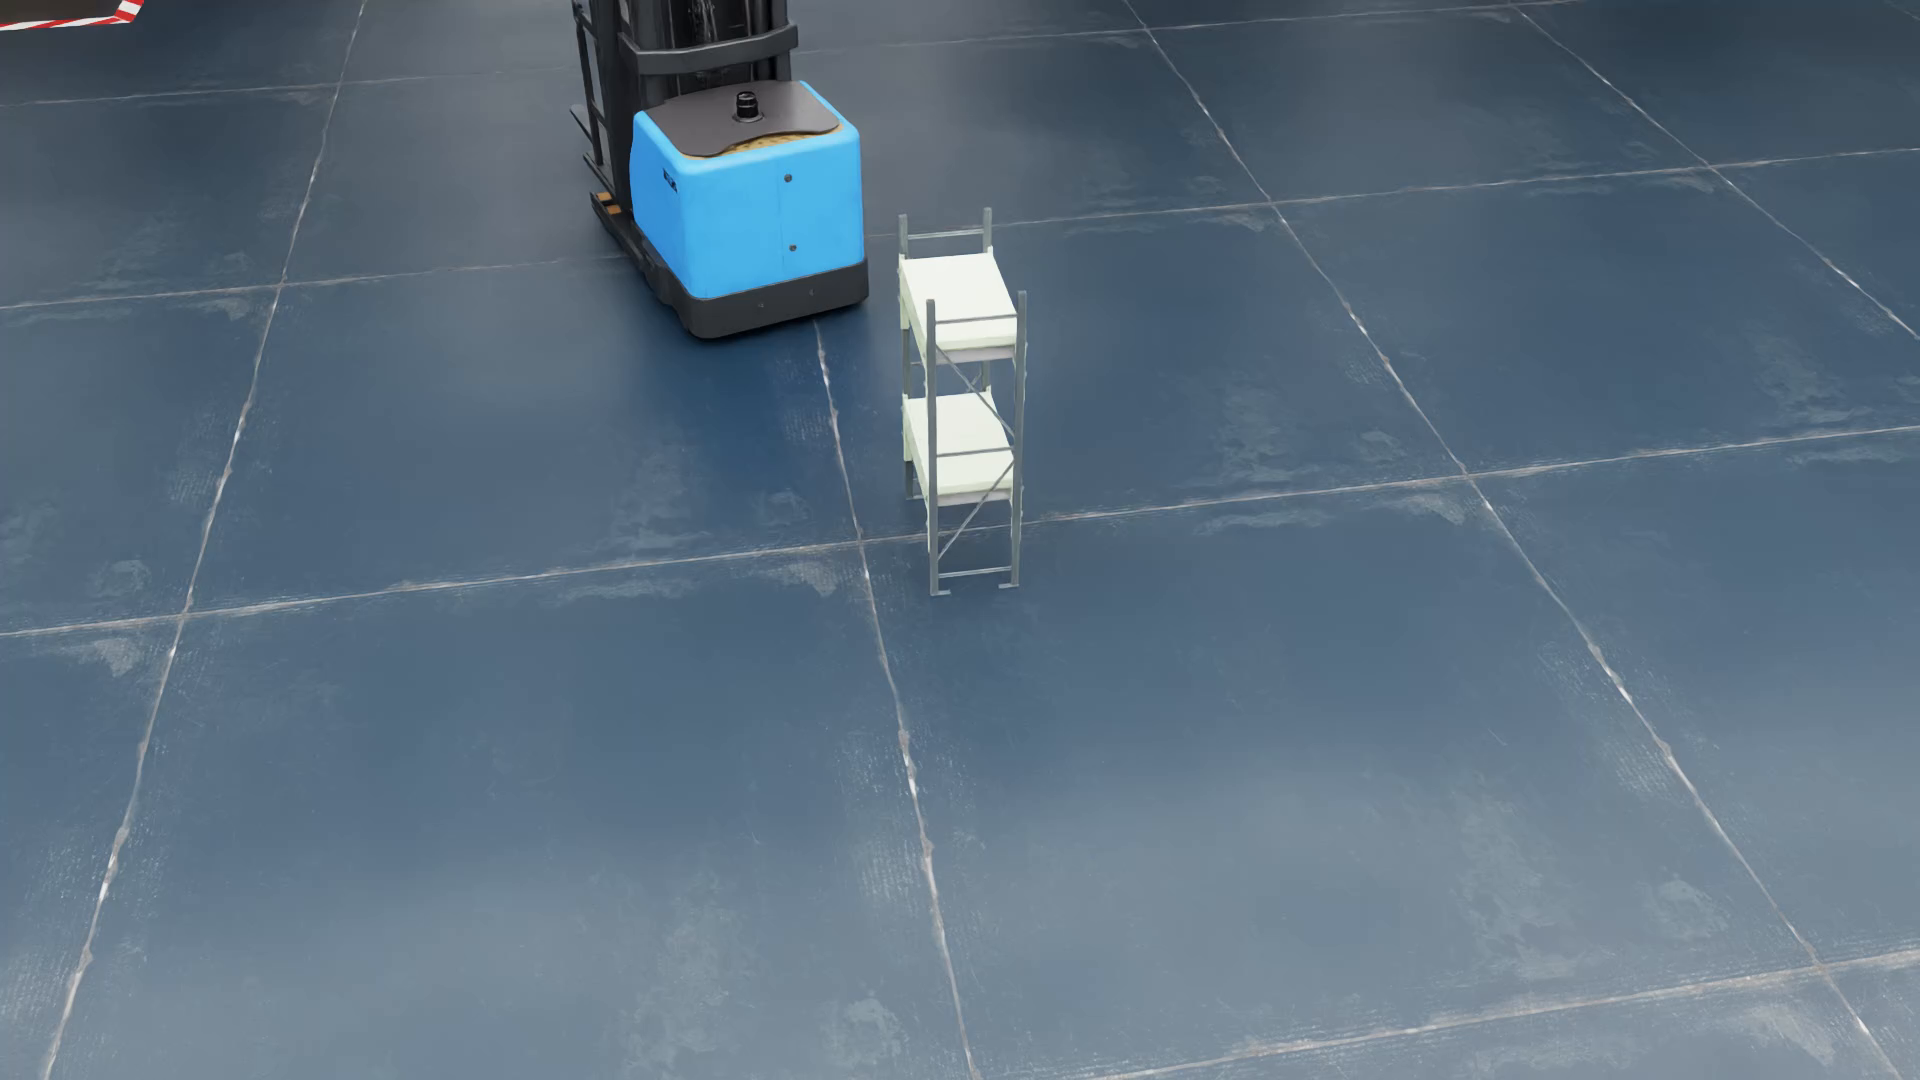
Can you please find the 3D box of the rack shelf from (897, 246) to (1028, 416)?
[{"bbox_3d":[0.001,-0.896,7.045,0.431,0.370,0.720,-6,38,-8],"label":"rack shelf"}]

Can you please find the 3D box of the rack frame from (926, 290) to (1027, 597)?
[{"bbox_3d":[0.065,-0.367,7.000,0.400,1.500,0.023,-6,38,-8],"label":"rack frame"}]

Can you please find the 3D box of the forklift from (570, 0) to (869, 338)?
[{"bbox_3d":[-1.628,-3.148,9.413,1.130,2.935,3.031,-17,41,-21],"label":"forklift"}]

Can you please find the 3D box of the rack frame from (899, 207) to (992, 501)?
[{"bbox_3d":[-0.063,-0.809,7.569,0.400,1.500,0.023,-6,38,-8],"label":"rack frame"}]

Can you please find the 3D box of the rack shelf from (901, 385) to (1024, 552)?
[{"bbox_3d":[0.001,-0.331,7.485,0.431,0.370,0.720,-6,38,-8],"label":"rack shelf"}]

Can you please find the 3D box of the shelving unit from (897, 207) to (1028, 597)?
[{"bbox_3d":[0.001,-0.588,7.285,0.431,1.500,0.755,-6,38,-8],"label":"shelving unit"}]
